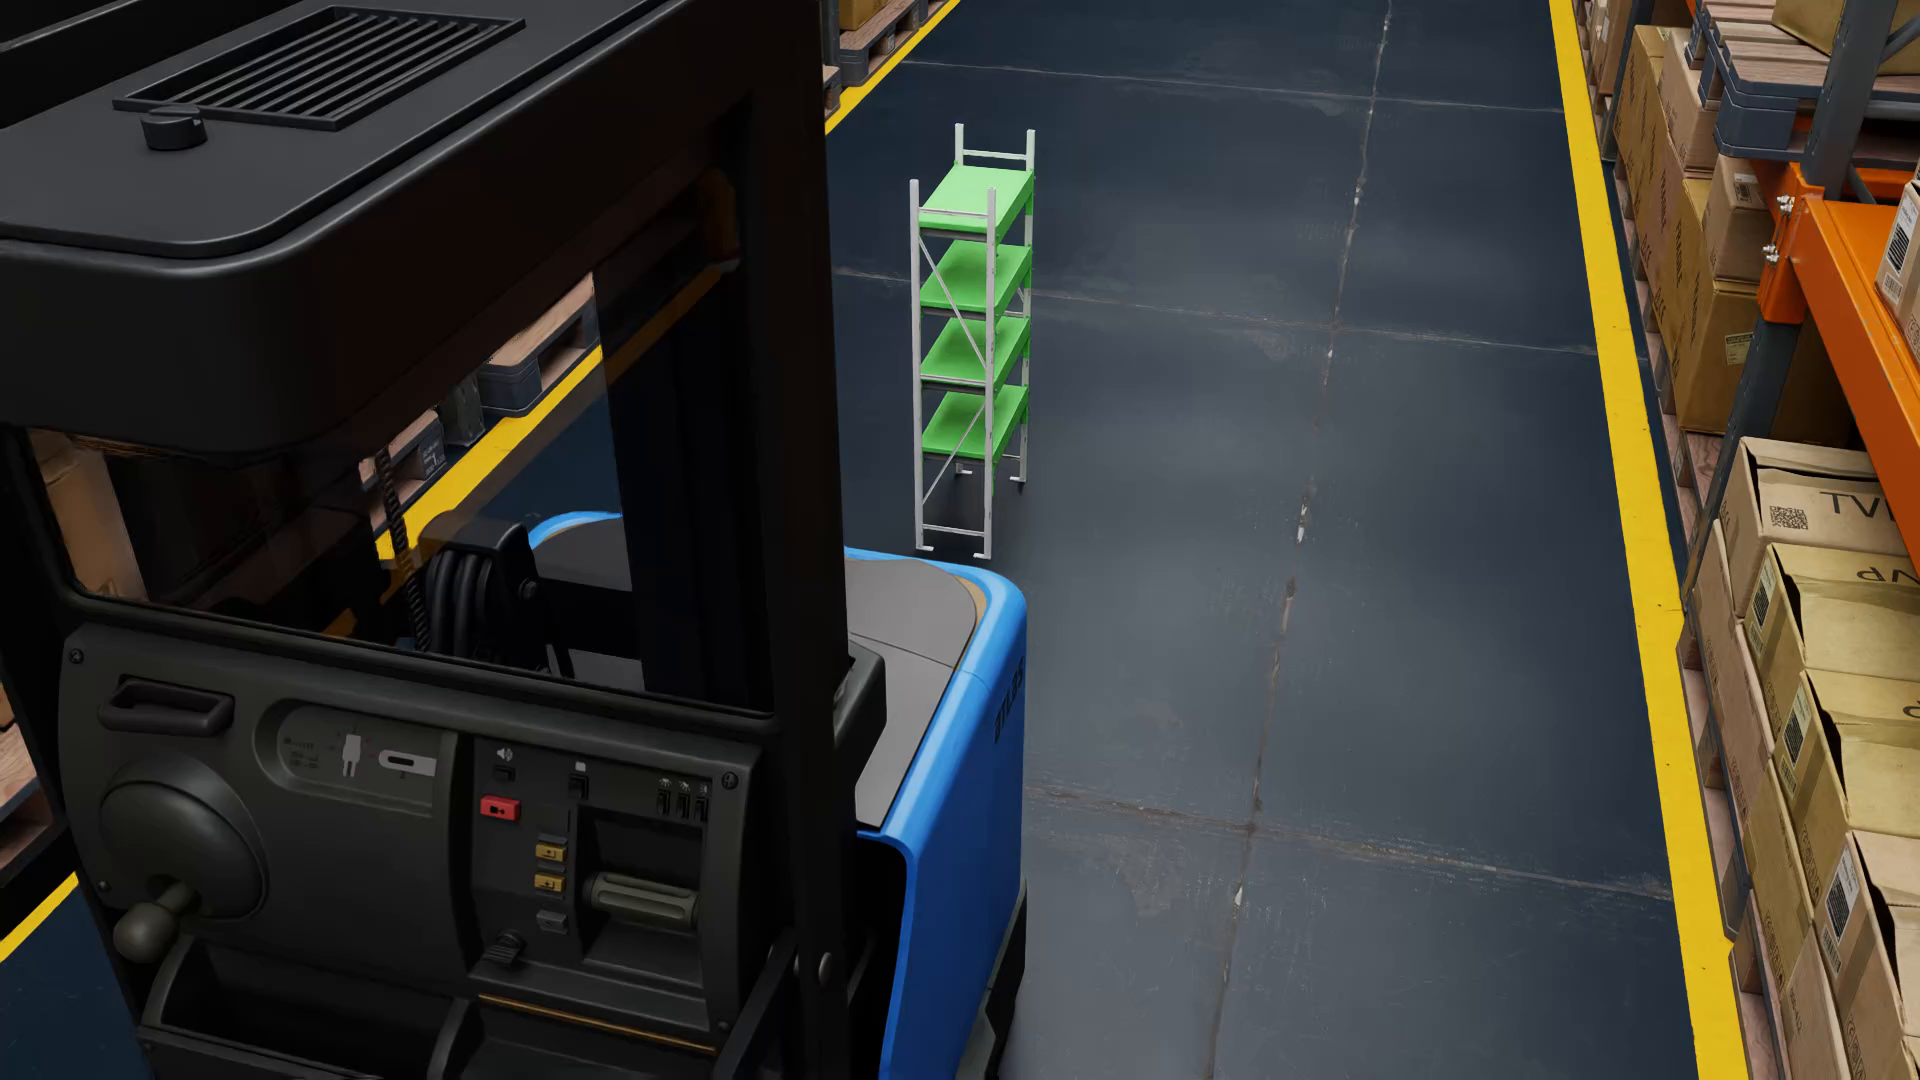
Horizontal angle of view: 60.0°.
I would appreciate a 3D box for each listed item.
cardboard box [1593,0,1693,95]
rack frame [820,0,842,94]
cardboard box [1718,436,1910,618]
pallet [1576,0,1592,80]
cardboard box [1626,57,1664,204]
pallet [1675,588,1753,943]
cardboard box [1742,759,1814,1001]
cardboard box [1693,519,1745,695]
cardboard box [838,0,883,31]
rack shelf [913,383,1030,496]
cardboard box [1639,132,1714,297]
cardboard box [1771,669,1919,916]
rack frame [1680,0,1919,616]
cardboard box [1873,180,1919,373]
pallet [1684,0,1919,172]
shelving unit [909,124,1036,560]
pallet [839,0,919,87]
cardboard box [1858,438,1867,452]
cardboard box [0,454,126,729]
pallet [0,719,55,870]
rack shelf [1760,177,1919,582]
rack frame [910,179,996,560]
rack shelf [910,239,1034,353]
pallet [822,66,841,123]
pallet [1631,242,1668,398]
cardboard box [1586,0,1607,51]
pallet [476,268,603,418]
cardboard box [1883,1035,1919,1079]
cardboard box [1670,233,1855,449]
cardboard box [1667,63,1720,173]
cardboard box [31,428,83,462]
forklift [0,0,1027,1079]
[{"bbox_3d":[3.518,-2.548,8.383,0.500,0.500,0.500,8,33,12],"label":"cardboard box"},{"bbox_3d":[-1.145,-3.756,8.362,1.000,3.000,0.127,8,33,12],"label":"rack frame"},{"bbox_3d":[2.215,-0.029,4.149,0.500,0.311,0.500,9,34,14],"label":"cardboard box"},{"bbox_3d":[4.130,-2.898,9.612,1.003,0.211,1.213,8,33,12],"label":"pallet"},{"bbox_3d":[3.164,-1.718,7.076,0.500,0.500,0.500,8,33,13],"label":"cardboard box"},{"bbox_3d":[2.386,0.591,4.124,1.003,0.211,1.213,8,33,12],"label":"pallet"},{"bbox_3d":[1.963,0.739,3.463,0.500,0.250,0.500,7,33,11],"label":"cardboard box"},{"bbox_3d":[2.215,0.207,4.300,0.500,0.250,0.500,8,33,12],"label":"cardboard box"},{"bbox_3d":[-0.856,-3.252,9.509,0.700,0.500,0.500,8,33,13],"label":"cardboard box"},{"bbox_3d":[0.042,-0.336,5.226,0.258,0.148,0.480,8,33,12],"label":"rack shelf"},{"bbox_3d":[2.901,-1.197,6.258,0.500,0.500,0.500,7,33,11],"label":"cardboard box"},{"bbox_3d":[1.959,0.509,3.303,0.500,0.311,0.500,7,33,11],"label":"cardboard box"},{"bbox_3d":[2.632,-1.008,4.039,1.000,3.000,0.127,8,33,12],"label":"rack frame"},{"bbox_3d":[2.218,-0.532,3.374,0.500,0.311,0.500,8,33,12],"label":"cardboard box"},{"bbox_3d":[2.736,-1.288,4.659,1.213,0.211,1.003,8,33,12],"label":"pallet"},{"bbox_3d":[0.042,-0.592,5.063,0.258,1.200,0.503,8,33,12],"label":"shelving unit"},{"bbox_3d":[-0.876,-2.963,9.714,1.003,0.211,1.213,8,33,12],"label":"pallet"},{"bbox_3d":[3.024,-0.336,4.902,0.500,0.500,0.500,9,34,14],"label":"cardboard box"},{"bbox_3d":[-2.634,0.083,4.243,0.700,0.500,0.500,8,33,12],"label":"cardboard box"},{"bbox_3d":[-2.671,0.533,4.215,1.003,0.211,1.213,8,33,12],"label":"pallet"},{"bbox_3d":[2.125,0.334,2.600,1.077,0.370,4.000,8,33,12],"label":"rack shelf"},{"bbox_3d":[-0.020,-0.466,4.864,0.240,1.200,0.015,8,33,12],"label":"rack frame"},{"bbox_3d":[0.042,-0.741,4.969,0.258,0.148,0.480,8,33,12],"label":"rack shelf"},{"bbox_3d":[-1.268,-2.168,8.464,1.003,0.211,1.213,8,33,12],"label":"pallet"},{"bbox_3d":[3.170,-0.844,6.381,1.003,0.211,1.213,8,33,12],"label":"pallet"},{"bbox_3d":[3.708,-2.858,9.046,0.500,0.311,0.500,8,33,12],"label":"cardboard box"},{"bbox_3d":[-1.887,-0.902,6.473,1.003,0.211,1.213,8,33,12],"label":"pallet"},{"bbox_3d":[1.698,1.036,2.473,0.500,0.311,0.500,8,33,12],"label":"cardboard box"},{"bbox_3d":[2.643,-0.656,5.405,0.500,0.500,0.500,9,34,14],"label":"cardboard box"},{"bbox_3d":[2.908,-1.533,6.087,0.500,0.250,0.500,7,33,11],"label":"cardboard box"},{"bbox_3d":[-2.498,-0.459,4.398,0.500,0.250,0.500,9,33,13],"label":"cardboard box"},{"bbox_3d":[-0.748,0.422,1.855,1.130,2.935,3.031,9,33,13],"label":"forklift"}]
